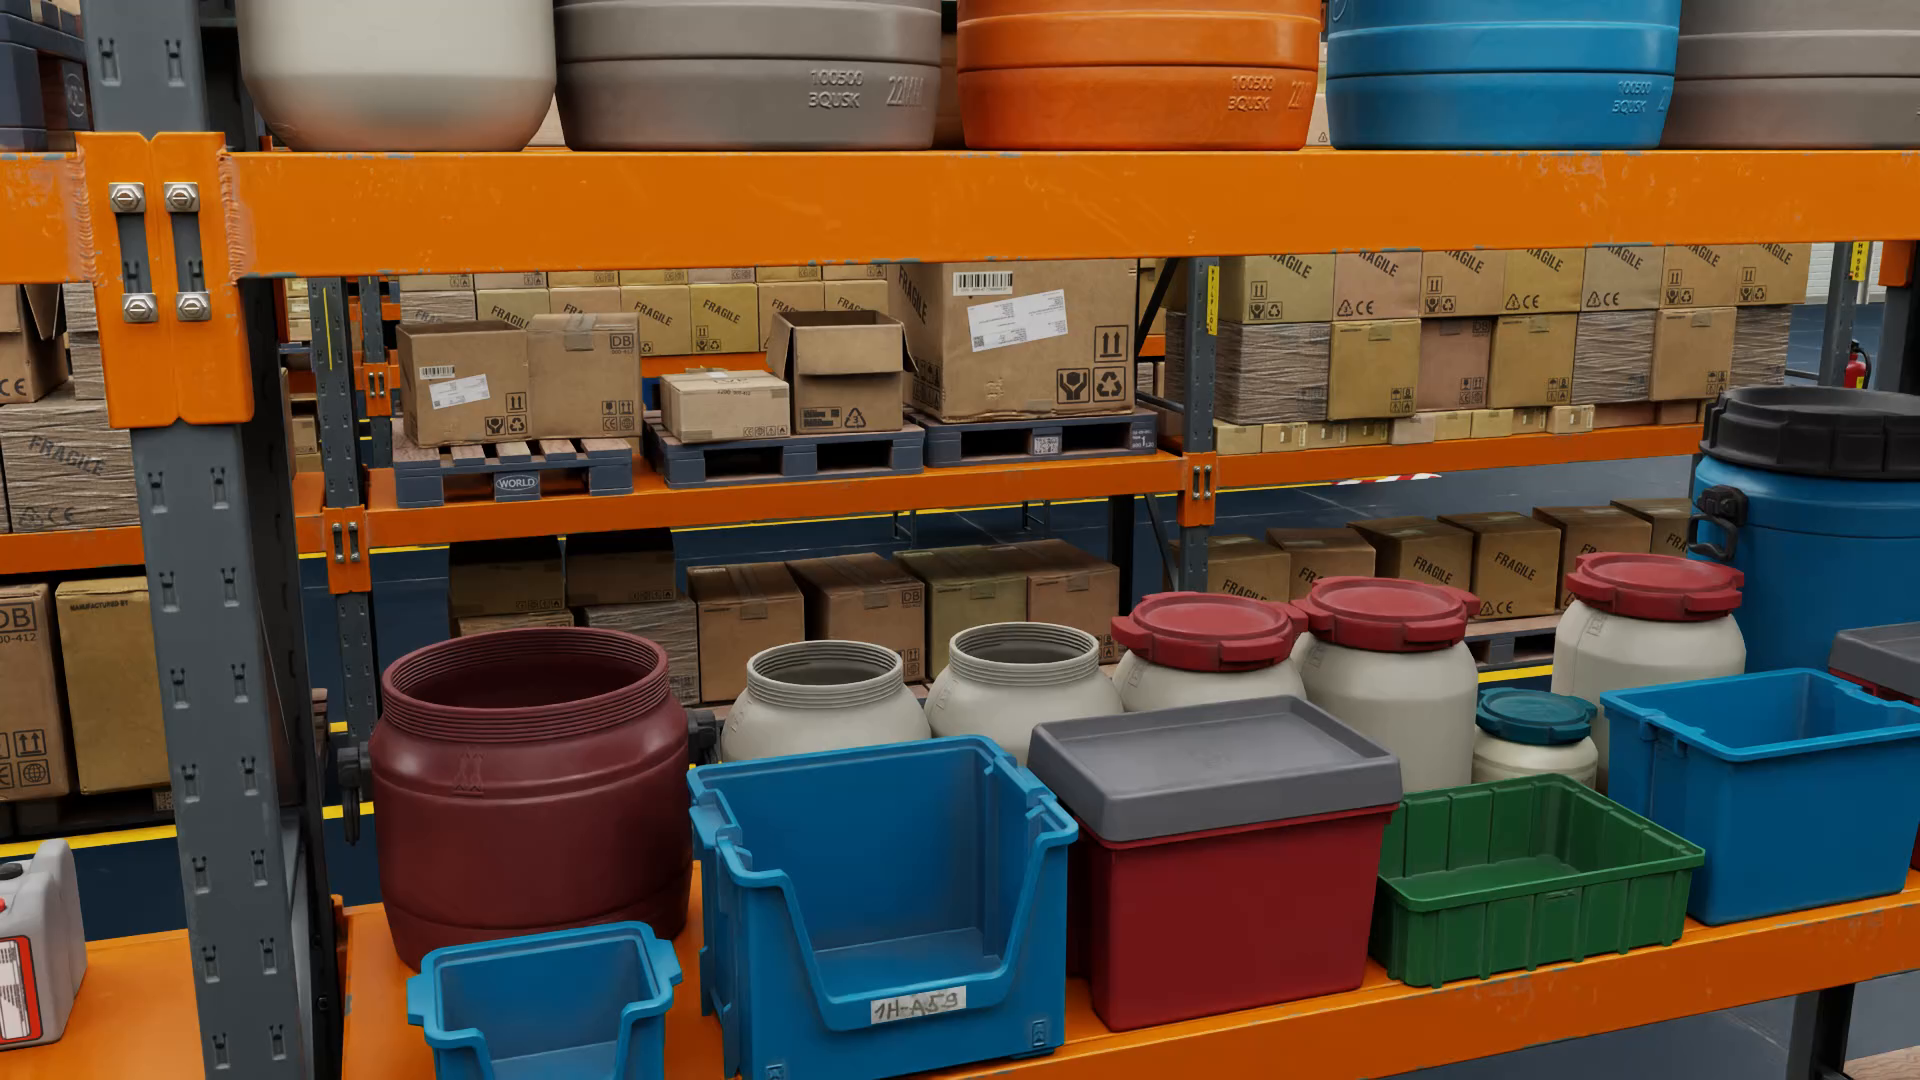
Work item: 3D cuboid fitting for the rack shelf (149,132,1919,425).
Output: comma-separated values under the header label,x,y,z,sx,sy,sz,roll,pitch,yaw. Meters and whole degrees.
label,x,y,z,sx,sy,sz,roll,pitch,yaw
rack shelf,0.721,-0.588,3.205,4.000,0.370,1.077,-4,14,-18

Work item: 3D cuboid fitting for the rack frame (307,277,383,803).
label,x,y,z,sx,sy,sz,roll,pitch,yaw
rack frame,-2.754,-0.417,7.416,0.127,3.000,1.000,-4,14,-18

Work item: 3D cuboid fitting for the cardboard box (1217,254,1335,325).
label,x,y,z,sx,sy,sz,roll,pitch,yaw
cardboard box,1.545,-1.370,8.400,0.500,0.500,0.500,-4,14,-18

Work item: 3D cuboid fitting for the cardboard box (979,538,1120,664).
label,x,y,z,sx,sy,sz,roll,pitch,yaw
cardboard box,0.448,0.330,8.724,0.500,0.500,0.700,-6,14,-22

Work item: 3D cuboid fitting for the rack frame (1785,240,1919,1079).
label,x,y,z,sx,sy,sz,roll,pitch,yaw
rack frame,2.617,0.374,4.090,0.127,3.000,1.000,-4,14,-18

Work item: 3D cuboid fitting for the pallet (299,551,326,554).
label,x,y,z,sx,sy,sz,roll,pitch,yaw
pallet,-4.981,-0.099,12.102,1.213,0.211,1.003,-4,14,-18

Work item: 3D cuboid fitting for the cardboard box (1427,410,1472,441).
label,x,y,z,sx,sy,sz,roll,pitch,yaw
cardboard box,2.514,-0.638,8.886,0.250,0.149,0.380,-4,14,-18

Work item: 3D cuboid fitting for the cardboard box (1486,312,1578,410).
label,x,y,z,sx,sy,sz,roll,pitch,yaw
cardboard box,2.897,-1.042,9.181,0.500,0.500,0.875,-4,14,-18

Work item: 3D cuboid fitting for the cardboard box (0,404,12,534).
label,x,y,z,sx,sy,sz,roll,pitch,yaw
cardboard box,-4.108,-0.301,6.709,0.500,0.500,0.500,-5,14,-20

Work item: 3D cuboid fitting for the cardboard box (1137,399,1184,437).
label,x,y,z,sx,sy,sz,roll,pitch,yaw
cardboard box,1.147,-0.671,9.024,0.250,0.149,0.380,-4,14,-18

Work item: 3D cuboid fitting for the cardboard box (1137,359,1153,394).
label,x,y,z,sx,sy,sz,roll,pitch,yaw
cardboard box,1.023,-1.077,13.873,0.875,0.875,0.875,-4,14,-18

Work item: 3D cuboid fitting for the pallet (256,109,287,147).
label,x,y,z,sx,sy,sz,roll,pitch,yaw
pallet,-3.347,-1.726,6.842,1.003,0.211,1.213,-4,14,-15

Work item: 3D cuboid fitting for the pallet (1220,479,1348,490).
label,x,y,z,sx,sy,sz,roll,pitch,yaw
pallet,2.609,-0.670,14.505,1.213,0.211,1.003,-4,14,-18

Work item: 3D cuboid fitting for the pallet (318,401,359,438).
label,x,y,z,sx,sy,sz,roll,pitch,yaw
pallet,-6.686,-1.193,16.701,1.213,0.211,1.003,-4,14,-18

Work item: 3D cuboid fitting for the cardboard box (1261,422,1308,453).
label,x,y,z,sx,sy,sz,roll,pitch,yaw
cardboard box,1.578,-0.556,8.541,0.250,0.149,0.380,-4,14,-18

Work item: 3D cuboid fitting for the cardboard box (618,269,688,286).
label,x,y,z,sx,sy,sz,roll,pitch,yaw
cardboard box,-2.363,-2.192,12.501,0.500,0.500,0.700,-5,14,-19

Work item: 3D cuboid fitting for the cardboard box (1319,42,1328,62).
label,x,y,z,sx,sy,sz,roll,pitch,yaw
cardboard box,2.894,-3.964,13.539,0.250,0.149,0.380,-4,14,-18

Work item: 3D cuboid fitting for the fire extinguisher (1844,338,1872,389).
label,x,y,z,sx,sy,sz,roll,pitch,yaw
fire extinguisher,5.084,-0.878,9.517,0.183,0.674,0.296,-4,14,-18

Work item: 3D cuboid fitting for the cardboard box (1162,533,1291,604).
label,x,y,z,sx,sy,sz,roll,pitch,yaw
cardboard box,1.429,0.278,8.985,0.500,0.500,0.500,-5,14,-20

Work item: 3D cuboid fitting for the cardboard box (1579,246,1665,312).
label,x,y,z,sx,sy,sz,roll,pitch,yaw
cardboard box,3.439,-1.518,9.024,0.500,0.500,0.500,-4,14,-18

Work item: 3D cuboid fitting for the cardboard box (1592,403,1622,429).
label,x,y,z,sx,sy,sz,roll,pitch,yaw
cardboard box,3.445,-0.723,9.245,0.250,0.149,0.380,-4,14,-18

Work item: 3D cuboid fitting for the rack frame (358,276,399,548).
label,x,y,z,sx,sy,sz,roll,pitch,yaw
rack frame,-4.240,-1.513,12.020,0.127,3.000,1.000,-4,14,-18

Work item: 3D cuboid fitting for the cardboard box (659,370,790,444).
label,x,y,z,sx,sy,sz,roll,pitch,yaw
cardboard box,-1.092,-0.622,7.692,0.500,0.250,0.500,-5,14,-20

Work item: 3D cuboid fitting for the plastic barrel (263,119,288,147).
label,x,y,z,sx,sy,sz,roll,pitch,yaw
plastic barrel,-0.956,-0.744,2.643,0.294,0.245,0.294,0,13,0

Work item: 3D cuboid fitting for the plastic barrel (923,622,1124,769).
label,x,y,z,sx,sy,sz,roll,pitch,yaw
plastic barrel,0.132,0.461,3.483,0.421,0.512,0.421,0,13,0

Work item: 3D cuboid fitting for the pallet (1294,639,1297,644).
label,x,y,z,sx,sy,sz,roll,pitch,yaw
pallet,1.662,0.587,9.220,1.213,0.211,1.003,-4,14,-18

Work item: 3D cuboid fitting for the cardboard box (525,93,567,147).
label,x,y,z,sx,sy,sz,roll,pitch,yaw
cardboard box,-1.741,-1.820,7.156,0.500,0.250,0.500,-4,14,-17

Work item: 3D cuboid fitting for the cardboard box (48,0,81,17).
label,x,y,z,sx,sy,sz,roll,pitch,yaw
cardboard box,-3.309,-2.070,6.752,0.637,0.503,0.797,-4,14,-15

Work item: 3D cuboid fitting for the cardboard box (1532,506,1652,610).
label,x,y,z,sx,sy,sz,roll,pitch,yaw
cardboard box,3.676,0.098,9.743,0.500,0.500,0.500,-1,13,-3

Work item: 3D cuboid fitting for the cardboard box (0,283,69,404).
label,x,y,z,sx,sy,sz,roll,pitch,yaw
cardboard box,-4.071,-0.856,6.876,0.637,0.503,0.797,-4,14,-17

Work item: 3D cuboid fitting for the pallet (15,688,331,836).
label,x,y,z,sx,sy,sz,roll,pitch,yaw
pallet,-3.525,0.981,7.563,1.213,0.211,1.003,-4,14,-18

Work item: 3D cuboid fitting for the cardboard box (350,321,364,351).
label,x,y,z,sx,sy,sz,roll,pitch,yaw
cardboard box,-7.833,-2.589,21.040,0.500,0.500,0.500,-4,14,-16

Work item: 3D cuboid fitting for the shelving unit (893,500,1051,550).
label,x,y,z,sx,sy,sz,roll,pitch,yaw
shelving unit,0.081,-0.736,11.996,1.048,1.500,0.538,-4,14,-18

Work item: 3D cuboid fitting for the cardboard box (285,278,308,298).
label,x,y,z,sx,sy,sz,roll,pitch,yaw
cardboard box,-4.558,-1.748,11.357,0.250,0.149,0.380,-5,14,-20

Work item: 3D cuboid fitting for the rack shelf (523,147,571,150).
label,x,y,z,sx,sy,sz,roll,pitch,yaw
rack shelf,-0.858,-1.674,7.772,4.000,0.370,1.077,-4,14,-18

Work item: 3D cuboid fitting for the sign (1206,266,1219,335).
label,x,y,z,sx,sy,sz,roll,pitch,yaw
sign,1.218,-1.154,8.012,0.005,0.325,0.100,-4,14,-18

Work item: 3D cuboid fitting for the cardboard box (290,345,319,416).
label,x,y,z,sx,sy,sz,roll,pitch,yaw
cardboard box,-6.596,-1.729,16.613,0.875,0.875,0.875,-5,14,-19

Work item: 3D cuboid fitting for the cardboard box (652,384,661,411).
label,x,y,z,sx,sy,sz,roll,pitch,yaw
cardboard box,-1.924,-0.782,12.902,0.750,0.750,1.050,-4,14,-18

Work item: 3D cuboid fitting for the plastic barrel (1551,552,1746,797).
label,x,y,z,sx,sy,sz,roll,pitch,yaw
plastic barrel,1.640,0.330,3.979,0.433,0.535,0.433,0,13,0

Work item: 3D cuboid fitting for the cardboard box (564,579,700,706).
label,x,y,z,sx,sy,sz,roll,pitch,yaw
cardboard box,-1.604,0.487,8.064,0.500,0.500,0.700,-6,15,-23

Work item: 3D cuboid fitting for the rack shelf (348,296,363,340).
label,x,y,z,sx,sy,sz,roll,pitch,yaw
rack shelf,-7.810,-2.093,16.016,4.000,0.370,1.077,-4,14,-18

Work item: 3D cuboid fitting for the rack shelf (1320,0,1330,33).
label,x,y,z,sx,sy,sz,roll,pitch,yaw
rack shelf,1.447,-4.330,13.317,4.000,0.370,1.077,-4,14,-18

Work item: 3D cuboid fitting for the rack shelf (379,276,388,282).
label,x,y,z,sx,sy,sz,roll,pitch,yaw
rack shelf,-5.606,-3.477,21.833,4.000,0.370,1.077,-4,14,-18

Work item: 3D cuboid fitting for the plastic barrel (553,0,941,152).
label,x,y,z,sx,sy,sz,roll,pitch,yaw
plastic barrel,-0.327,-1.047,2.498,0.600,0.901,0.600,0,13,0

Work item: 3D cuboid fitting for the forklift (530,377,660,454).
label,x,y,z,sx,sy,sz,roll,pitch,yaw
forklift,-3.464,-2.276,15.379,1.130,2.935,3.031,-8,15,-30

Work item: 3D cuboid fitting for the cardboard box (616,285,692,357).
label,x,y,z,sx,sy,sz,roll,pitch,yaw
cardboard box,-2.296,-1.647,12.368,0.500,0.500,0.500,-5,14,-19

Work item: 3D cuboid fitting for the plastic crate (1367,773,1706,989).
label,x,y,z,sx,sy,sz,roll,pitch,yaw
plastic crate,1.056,0.667,3.314,0.662,0.188,0.450,-4,14,-18
